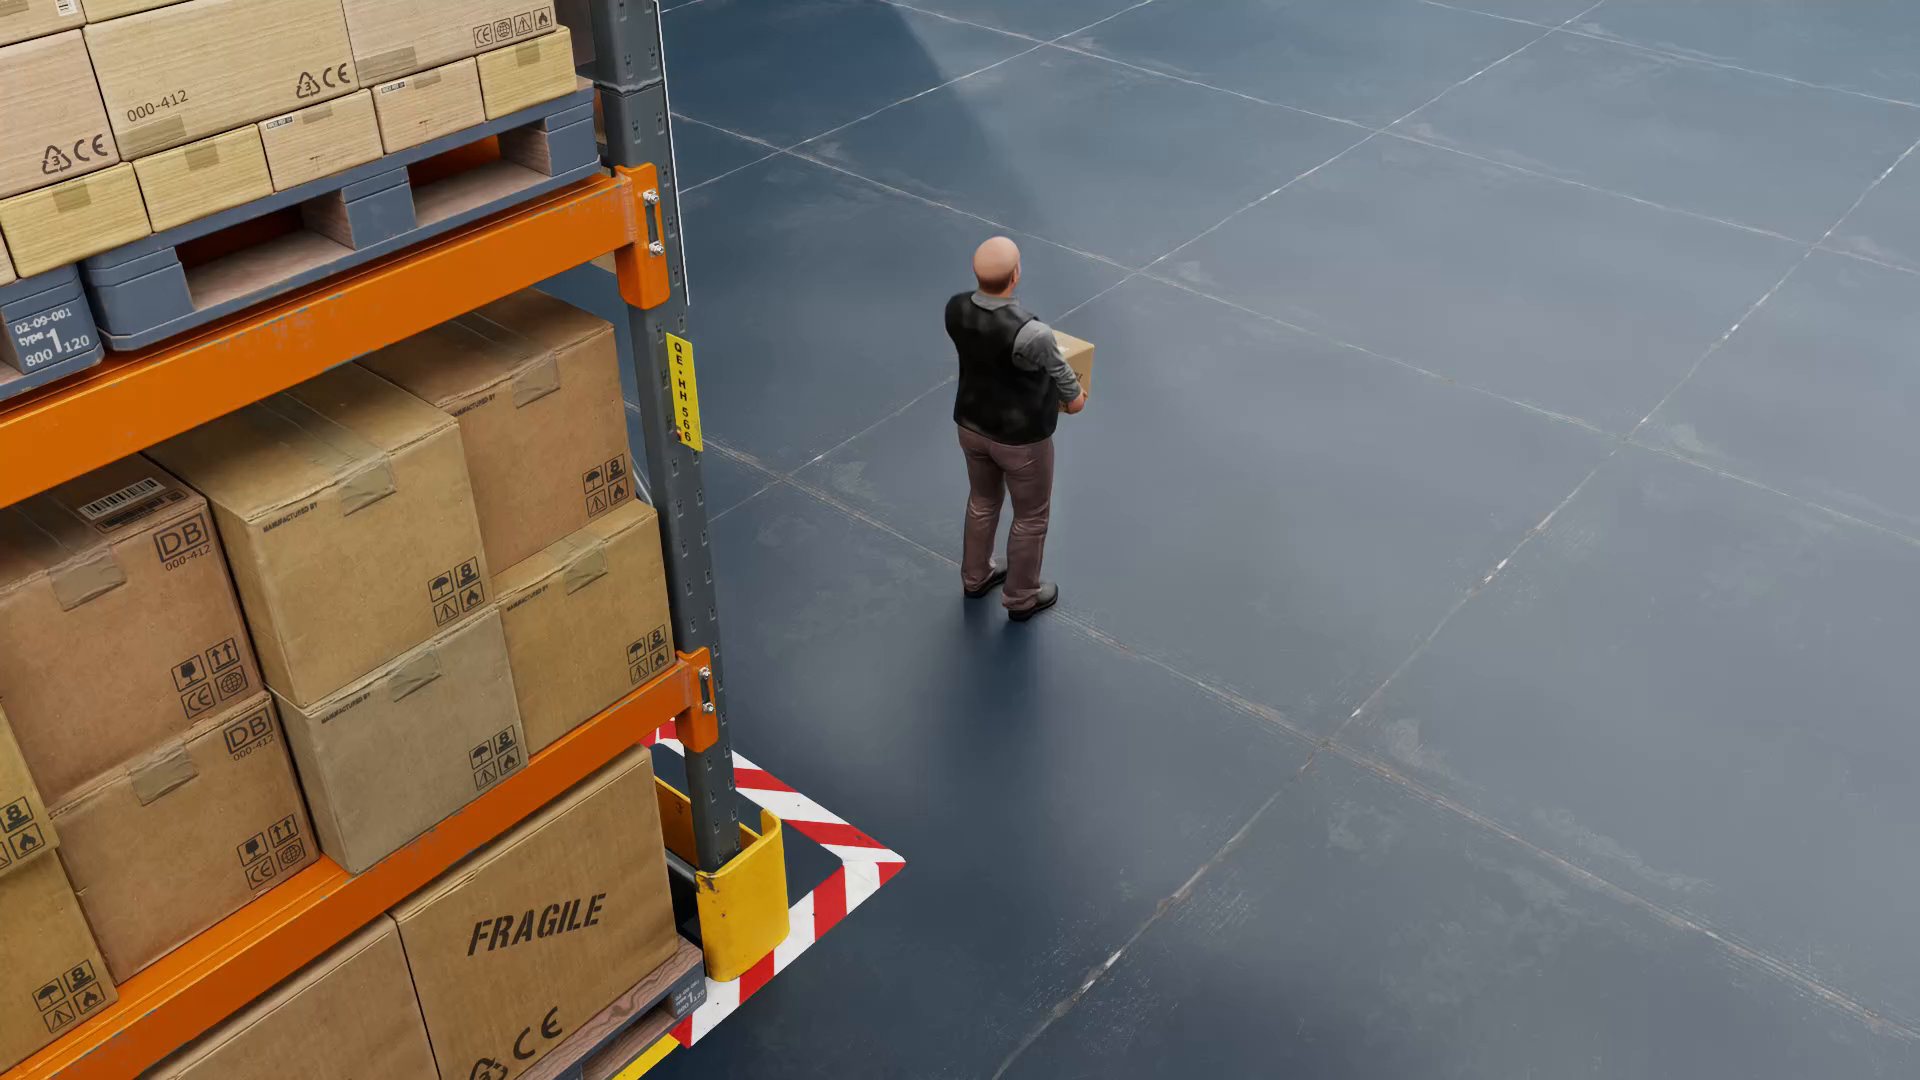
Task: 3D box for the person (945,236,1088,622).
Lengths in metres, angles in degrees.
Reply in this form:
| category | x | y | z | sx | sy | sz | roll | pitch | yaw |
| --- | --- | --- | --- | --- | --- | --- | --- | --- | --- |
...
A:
| category | x | y | z | sx | sy | sz | roll | pitch | yaw |
| --- | --- | --- | --- | --- | --- | --- | --- | --- | --- |
| person | 0.238 | -0.496 | 6.887 | 0.494 | 1.714 | 0.546 | 26 | 43 | 32 |
